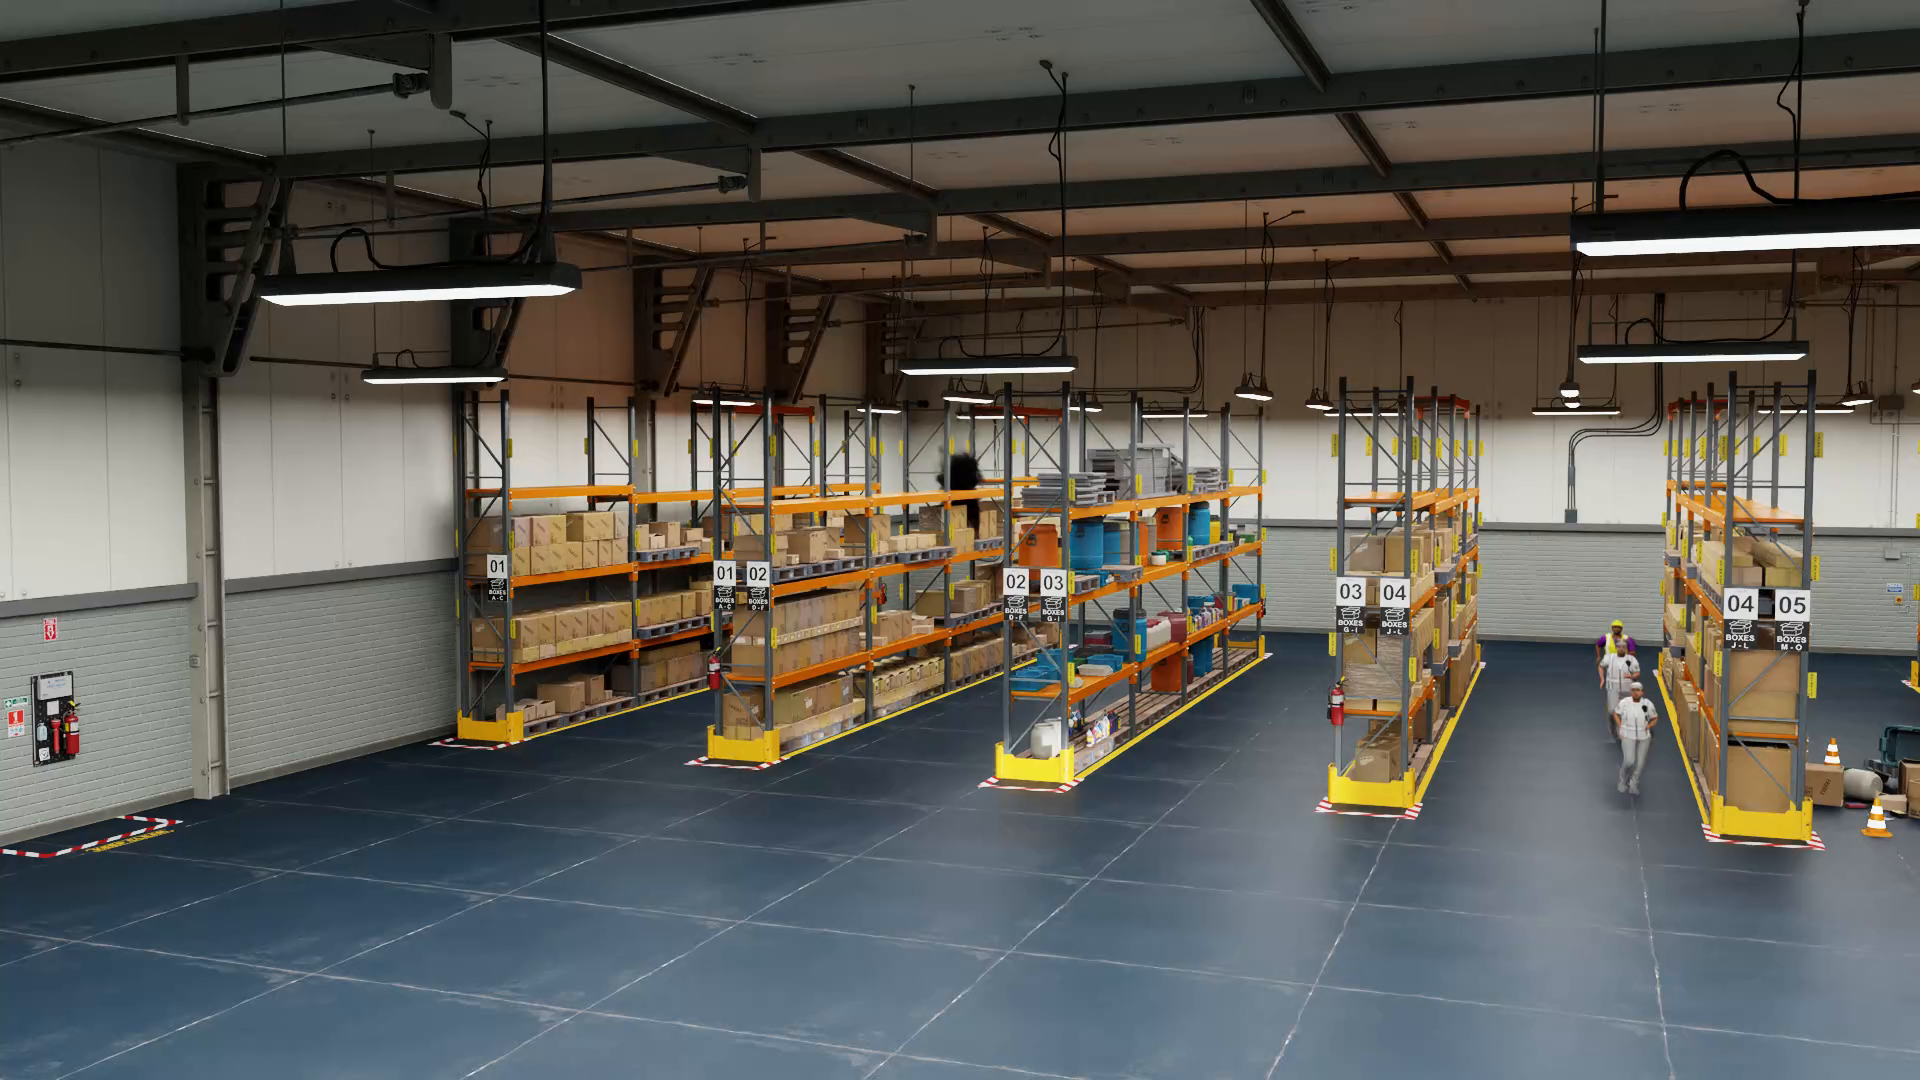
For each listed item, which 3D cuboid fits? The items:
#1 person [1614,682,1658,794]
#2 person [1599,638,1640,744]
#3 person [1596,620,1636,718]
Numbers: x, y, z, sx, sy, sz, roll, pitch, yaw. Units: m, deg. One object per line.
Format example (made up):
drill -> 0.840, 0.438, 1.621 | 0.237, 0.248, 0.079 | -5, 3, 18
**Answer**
person -> 9.739, 2.861, 23.942 | 0.586, 1.633, 0.585 | 1, 3, 16
person -> 11.202, 2.572, 28.238 | 0.636, 1.830, 0.734 | 1, 3, 15
person -> 12.270, 2.398, 31.115 | 0.677, 1.823, 0.807 | 1, 3, 17
